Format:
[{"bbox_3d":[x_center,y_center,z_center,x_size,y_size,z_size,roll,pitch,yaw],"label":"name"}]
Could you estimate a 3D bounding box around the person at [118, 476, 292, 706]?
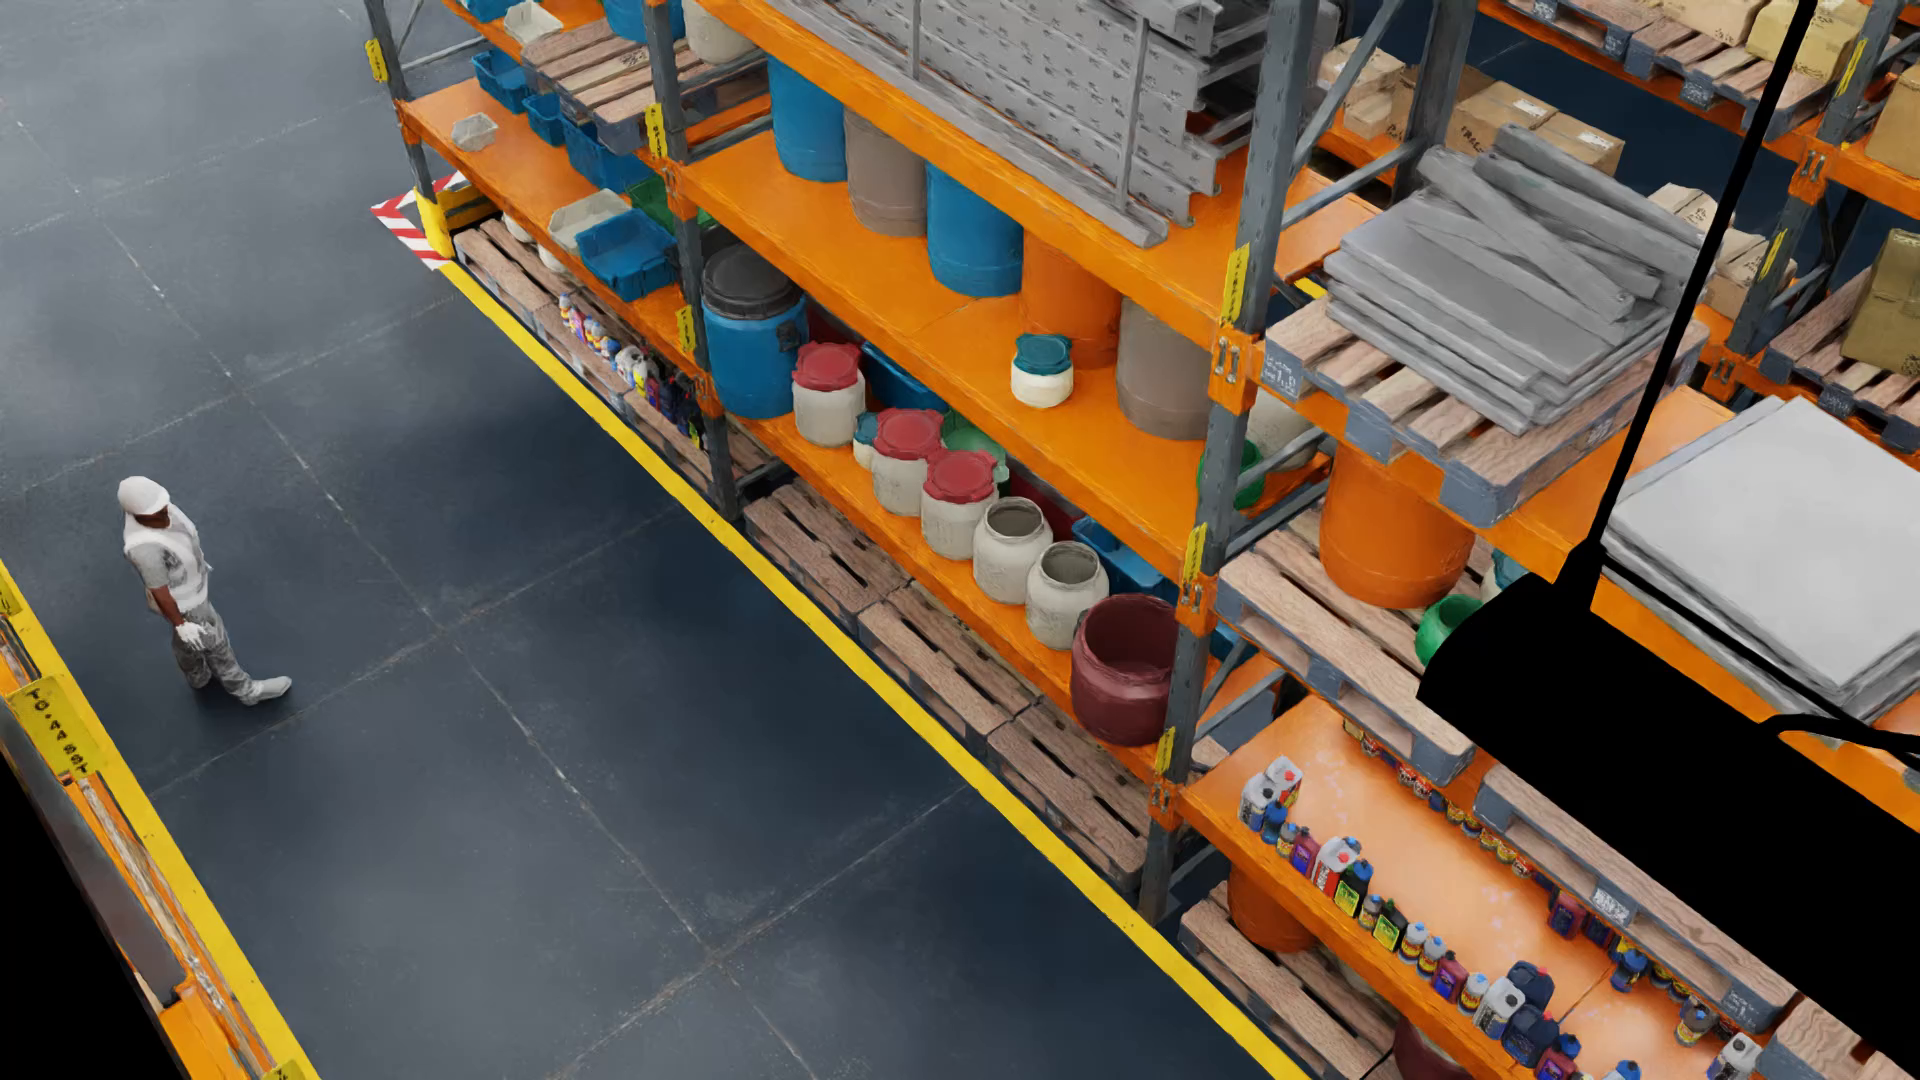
[{"bbox_3d":[-4.360,0.296,9.456,0.595,1.783,0.682,-17,49,-15],"label":"person"}]
